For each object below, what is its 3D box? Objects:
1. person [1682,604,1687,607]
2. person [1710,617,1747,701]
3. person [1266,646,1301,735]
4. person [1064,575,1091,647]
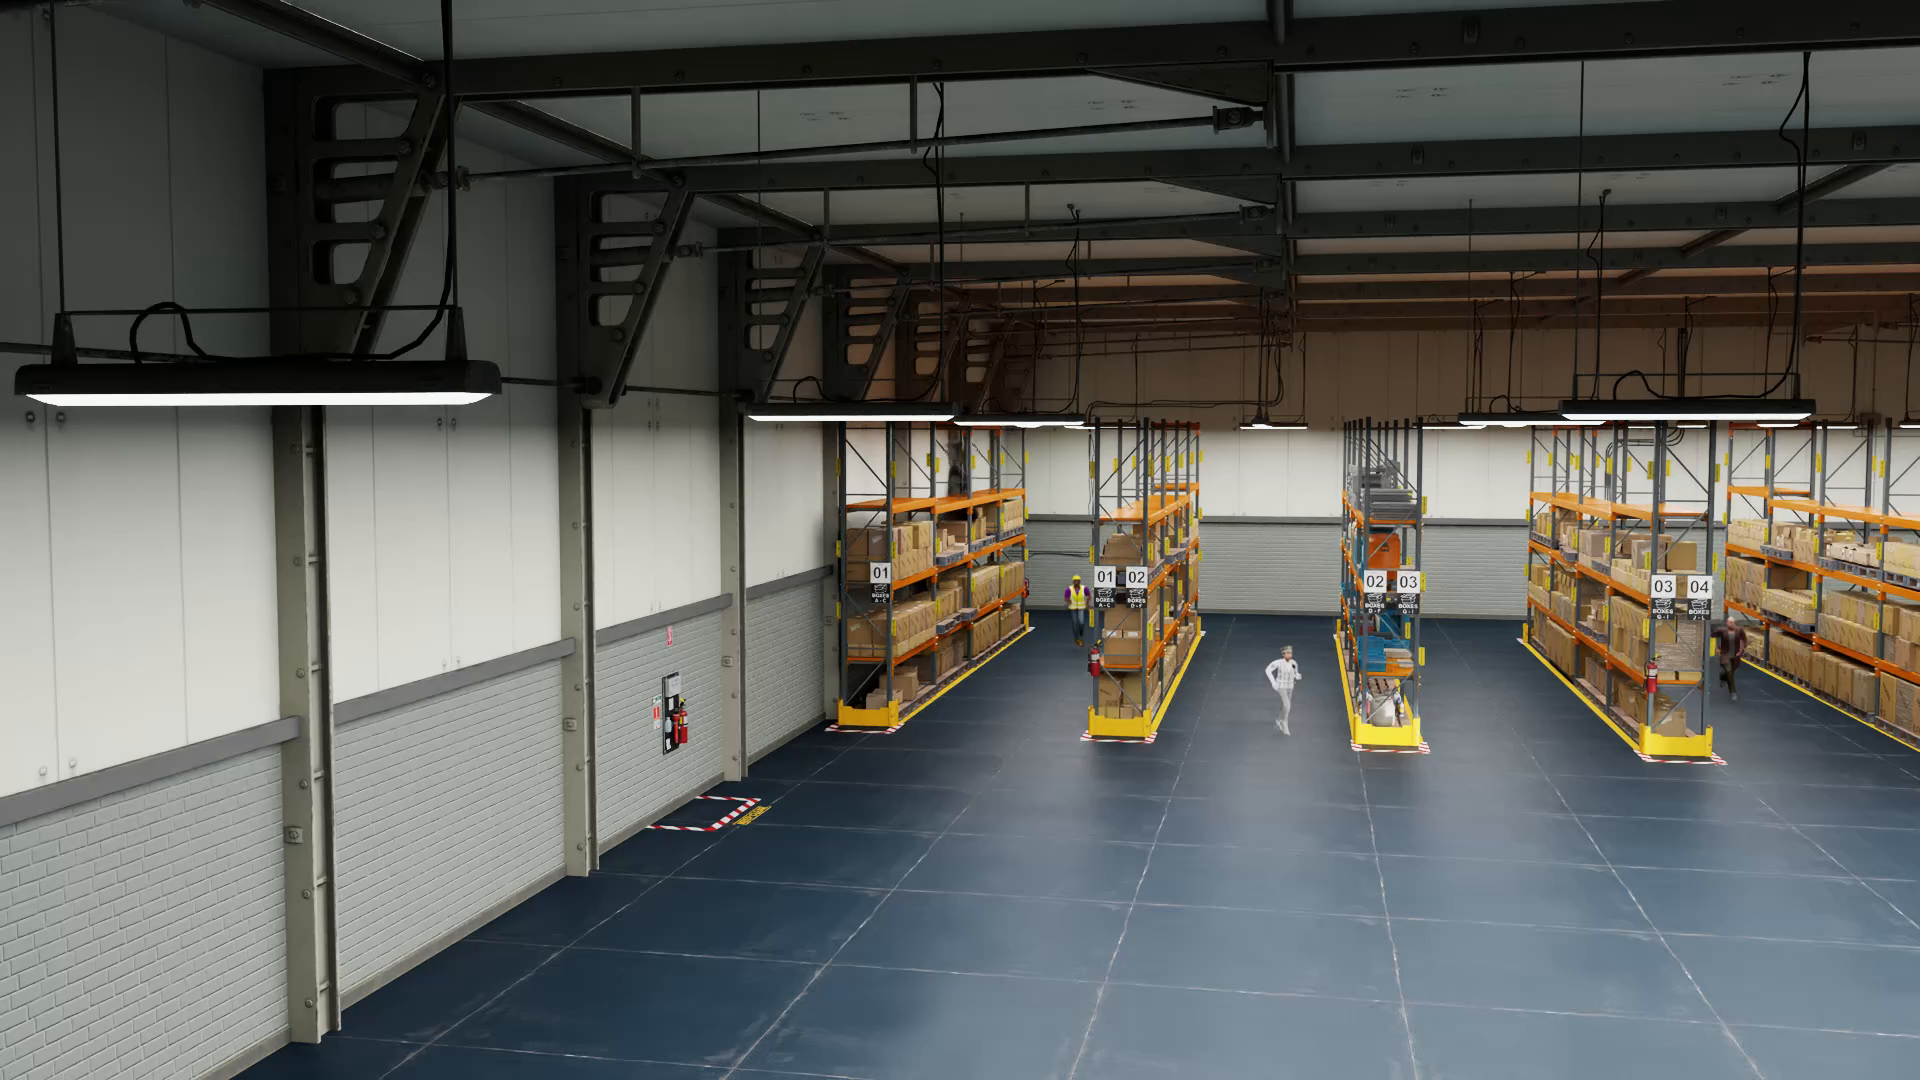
[{"bbox_3d":[19.745,1.958,44.805,0.694,1.715,0.704,-2,4,-31],"label":"person"},{"bbox_3d":[16.602,2.532,35.914,0.711,1.778,1.080,0,4,6],"label":"person"},{"bbox_3d":[6.158,2.850,31.541,0.614,1.722,0.757,-1,4,-21],"label":"person"},{"bbox_3d":[3.011,1.822,42.661,0.671,1.839,0.705,0,4,5],"label":"person"}]
